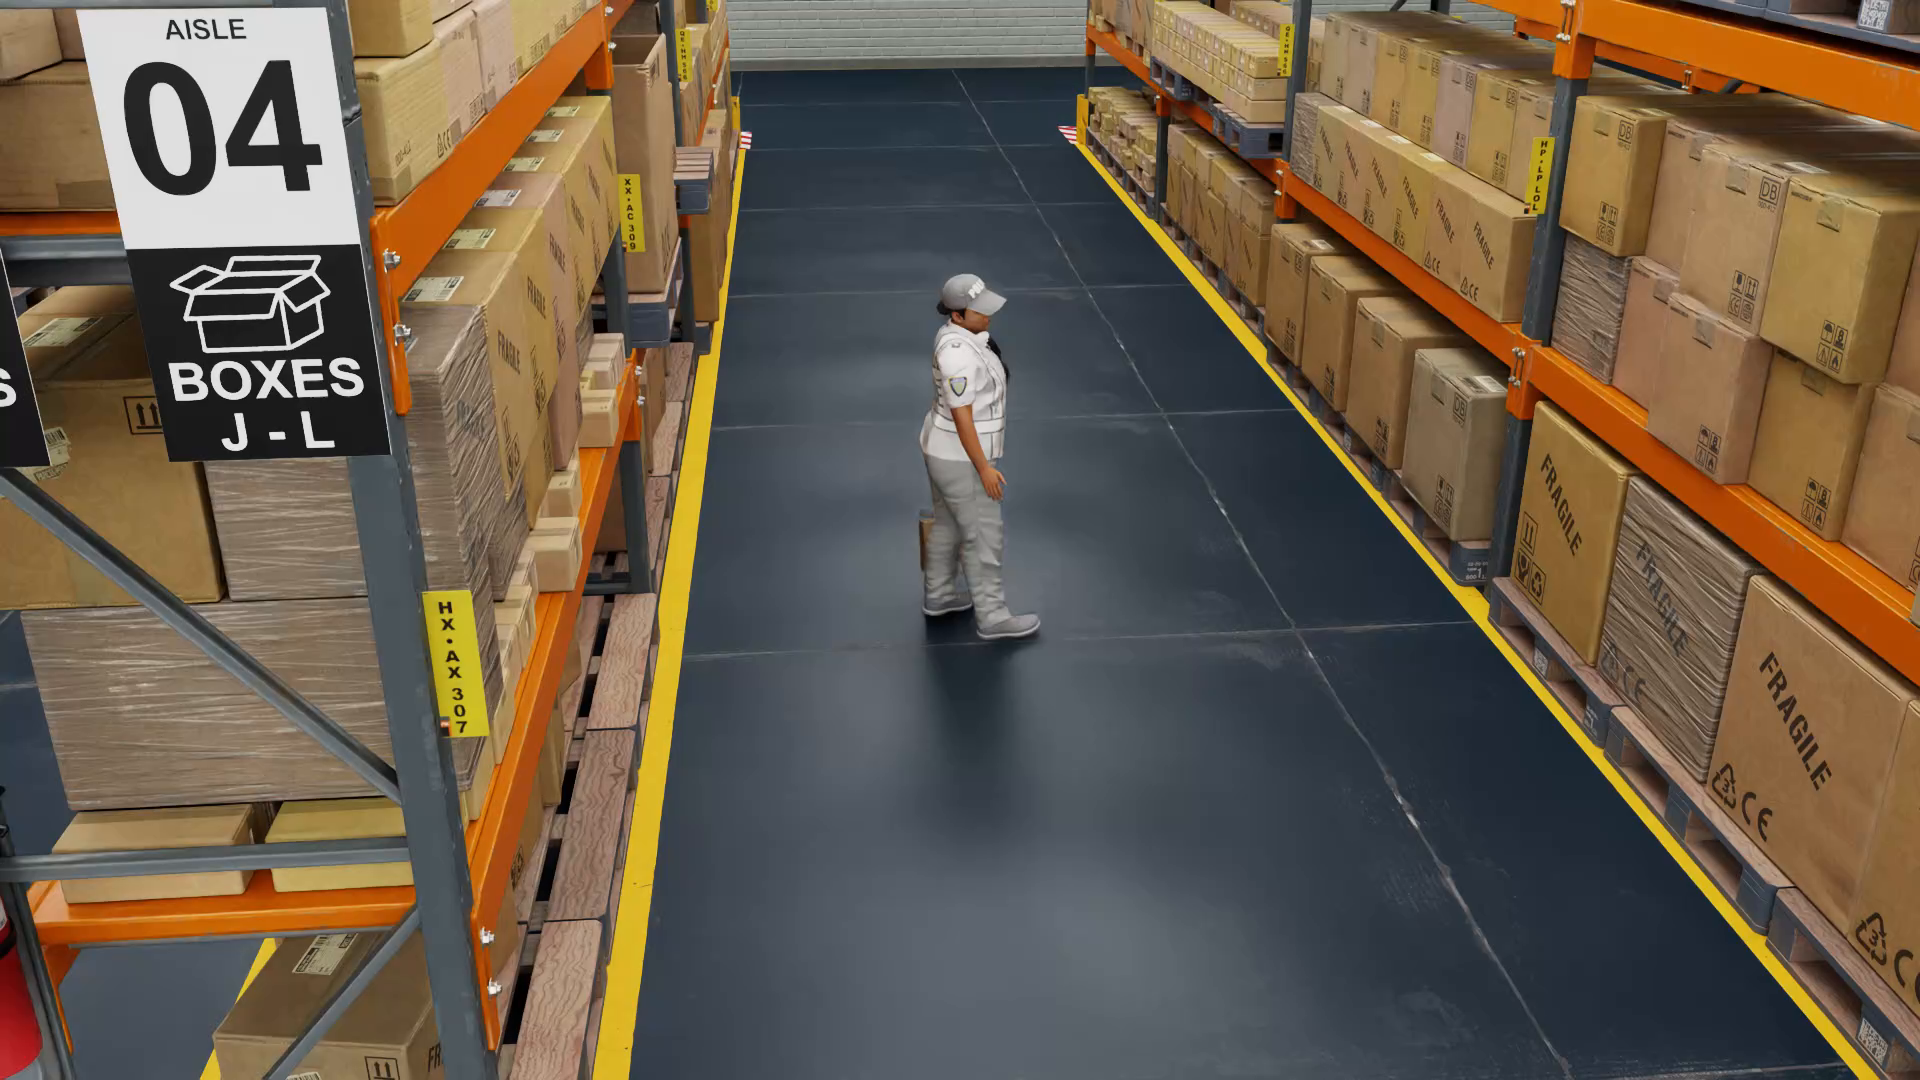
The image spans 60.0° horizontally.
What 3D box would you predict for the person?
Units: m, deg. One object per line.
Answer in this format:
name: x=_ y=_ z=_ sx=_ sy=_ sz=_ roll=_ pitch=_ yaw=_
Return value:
person: x=0.093 y=-0.370 z=7.385 sx=0.537 sy=1.668 sz=0.556 roll=-2 pitch=24 yaw=-5
